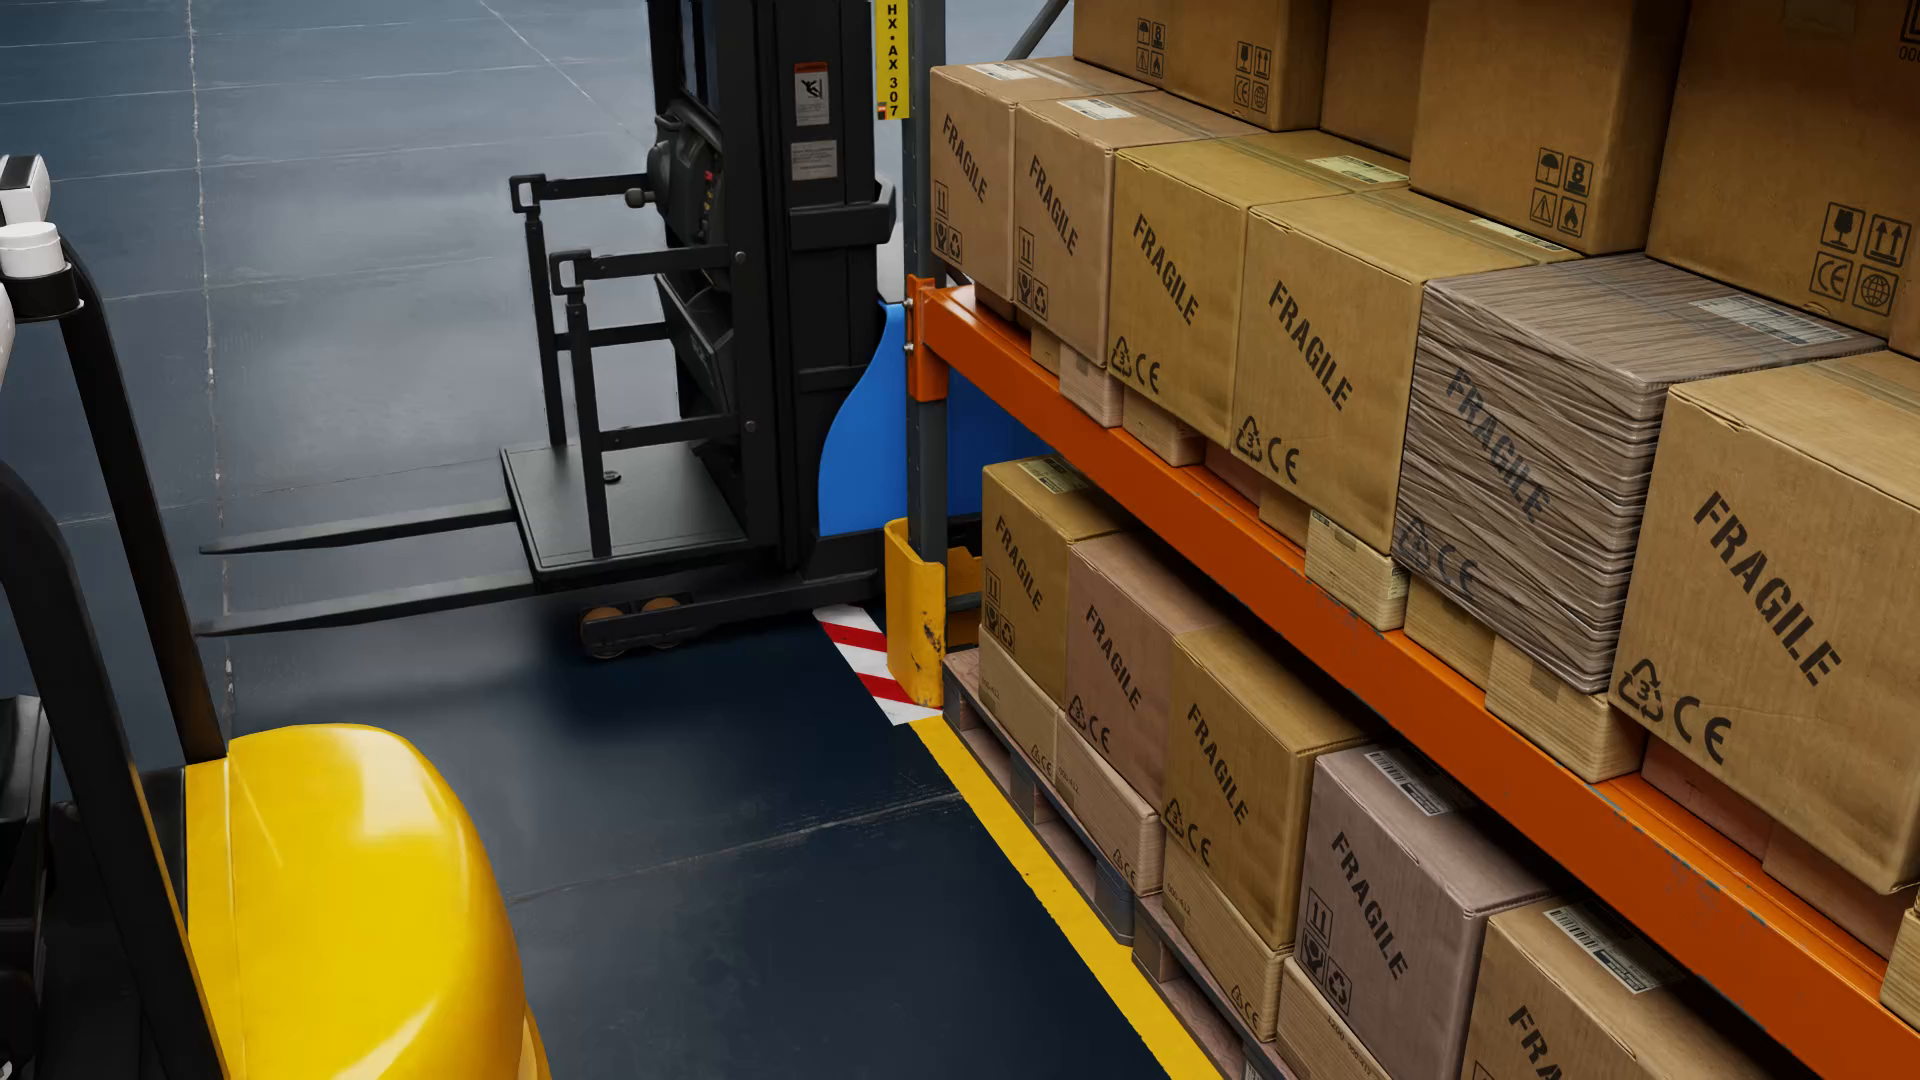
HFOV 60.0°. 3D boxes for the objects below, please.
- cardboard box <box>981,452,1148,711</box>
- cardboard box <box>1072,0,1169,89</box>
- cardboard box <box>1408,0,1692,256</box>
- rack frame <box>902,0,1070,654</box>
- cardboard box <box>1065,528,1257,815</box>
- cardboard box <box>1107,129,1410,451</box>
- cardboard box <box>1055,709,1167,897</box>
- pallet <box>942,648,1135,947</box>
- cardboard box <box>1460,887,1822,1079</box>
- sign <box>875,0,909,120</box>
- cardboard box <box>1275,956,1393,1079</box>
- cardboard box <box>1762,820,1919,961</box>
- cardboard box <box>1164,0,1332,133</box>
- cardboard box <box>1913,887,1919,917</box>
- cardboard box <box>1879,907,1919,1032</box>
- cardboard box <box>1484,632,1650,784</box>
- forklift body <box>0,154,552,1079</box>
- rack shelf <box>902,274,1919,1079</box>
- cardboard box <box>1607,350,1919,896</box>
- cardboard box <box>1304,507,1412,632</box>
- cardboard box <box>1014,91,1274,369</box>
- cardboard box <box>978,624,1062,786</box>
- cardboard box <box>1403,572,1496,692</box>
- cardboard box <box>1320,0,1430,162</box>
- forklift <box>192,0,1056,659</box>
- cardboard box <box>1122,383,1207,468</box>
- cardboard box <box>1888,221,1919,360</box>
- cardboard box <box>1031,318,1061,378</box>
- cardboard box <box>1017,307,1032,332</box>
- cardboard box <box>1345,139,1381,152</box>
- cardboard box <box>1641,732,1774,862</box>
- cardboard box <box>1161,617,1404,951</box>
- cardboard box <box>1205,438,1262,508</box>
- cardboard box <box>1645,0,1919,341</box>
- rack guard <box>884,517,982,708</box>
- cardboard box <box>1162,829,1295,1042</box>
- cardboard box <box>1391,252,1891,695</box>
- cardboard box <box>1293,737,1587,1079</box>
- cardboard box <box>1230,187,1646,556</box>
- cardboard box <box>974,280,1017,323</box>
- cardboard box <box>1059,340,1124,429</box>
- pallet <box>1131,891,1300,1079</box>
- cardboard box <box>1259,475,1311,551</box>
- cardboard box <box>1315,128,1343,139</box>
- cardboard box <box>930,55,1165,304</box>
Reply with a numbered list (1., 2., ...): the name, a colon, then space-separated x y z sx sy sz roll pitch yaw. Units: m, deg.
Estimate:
1. cardboard box: 0.389 0.076 4.476 0.500 0.500 0.500 -12 28 -22
2. cardboard box: 0.719 -1.476 4.261 0.700 0.500 0.500 -11 28 -22
3. cardboard box: 1.272 -0.856 2.993 0.700 0.500 0.500 -11 28 -21
4. rack frame: 0.318 -1.016 4.913 1.000 3.000 0.127 -11 28 -21
5. cardboard box: 0.598 0.287 4.045 0.500 0.500 0.500 -12 28 -23
6. cardboard box: 0.655 -0.542 3.488 0.500 0.500 0.500 -11 28 -22
7. cardboard box: 0.573 0.611 4.235 0.500 0.250 0.500 -10 28 -19
8. pallet: 0.634 0.601 4.778 1.003 0.211 1.213 -11 28 -21
9. cardboard box: 1.205 0.911 2.767 0.500 0.500 0.500 -10 28 -20
10. sign: -0.181 -1.312 4.532 0.100 0.325 0.005 -11 28 -21
11. cardboard box: 0.993 1.034 3.370 0.500 0.250 0.500 -10 28 -20
12. cardboard box: 1.344 0.416 2.266 0.380 0.149 0.250 -10 28 -20
13. cardboard box: 0.910 -1.270 3.840 0.700 0.500 0.500 -10 28 -20
14. cardboard box: 1.482 0.283 1.798 0.500 0.500 0.500 -11 28 -22
15. cardboard box: 1.374 0.534 2.023 0.380 0.149 0.250 -10 28 -19
16. cardboard box: 1.077 0.224 2.658 0.380 0.149 0.250 -11 28 -21
17. forklift body: -1.826 0.672 2.423 2.313 2.155 1.214 -11 28 -21
18. rack shelf: 1.101 0.114 3.417 1.077 0.370 4.000 -11 28 -21
19. cardboard box: 1.274 0.077 2.221 0.500 0.500 0.500 -10 28 -19
20. cardboard box: 0.871 0.018 3.080 0.380 0.149 0.250 -10 28 -20
21. cardboard box: 0.454 -0.747 3.909 0.500 0.500 0.500 -10 28 -19
22. cardboard box: 0.380 0.404 4.660 0.500 0.250 0.500 -11 28 -21
23. cardboard box: 1.005 0.116 2.880 0.380 0.149 0.250 -11 28 -22
24. cardboard box: 1.205 -1.082 3.454 0.700 0.500 0.500 -11 28 -21
25. forklift: -1.069 -1.189 5.345 3.031 2.935 1.130 -9 27 -18
26. cardboard box: 0.591 -0.301 3.734 0.380 0.149 0.250 -10 28 -19
27. cardboard box: 1.732 -0.454 2.169 0.700 0.500 0.500 -10 28 -20
28. cardboard box: 0.402 -0.510 4.162 0.380 0.149 0.250 -12 28 -22
29. cardboard box: 0.373 -0.631 4.410 0.380 0.149 0.250 -10 28 -20
30. cardboard box: 1.169 -0.618 3.643 0.500 0.500 0.500 -11 28 -21
31. cardboard box: 1.259 0.313 2.477 0.380 0.149 0.250 -11 28 -21
32. cardboard box: 0.787 0.490 3.627 0.500 0.500 0.500 -10 28 -20
33. cardboard box: 0.750 -0.205 3.537 0.380 0.149 0.250 -10 28 -19
34. cardboard box: 1.560 -0.662 2.594 0.700 0.500 0.500 -11 28 -22
35. rack guard: 0.348 0.138 5.398 1.175 0.500 0.348 -11 28 -21
36. cardboard box: 0.798 0.829 3.788 0.500 0.250 0.500 -9 27 -17
37. cardboard box: 1.067 -0.132 2.649 0.500 0.500 0.500 -10 28 -19
38. cardboard box: 1.004 0.705 3.188 0.500 0.500 0.500 -9 27 -18
39. cardboard box: 0.862 -0.338 3.071 0.500 0.500 0.500 -11 28 -22
40. cardboard box: 0.261 -0.731 4.614 0.380 0.149 0.250 -10 28 -20
41. cardboard box: 0.459 -0.400 3.937 0.380 0.149 0.250 -10 28 -20
42. pallet: 1.107 1.093 3.770 1.003 0.211 1.213 -11 28 -21
43. cardboard box: 0.826 -0.093 3.309 0.380 0.149 0.250 -11 28 -22
44. cardboard box: 0.976 -0.820 4.058 0.500 0.500 0.500 -11 28 -20
45. cardboard box: 0.248 -0.956 4.336 0.500 0.500 0.500 -11 28 -21
